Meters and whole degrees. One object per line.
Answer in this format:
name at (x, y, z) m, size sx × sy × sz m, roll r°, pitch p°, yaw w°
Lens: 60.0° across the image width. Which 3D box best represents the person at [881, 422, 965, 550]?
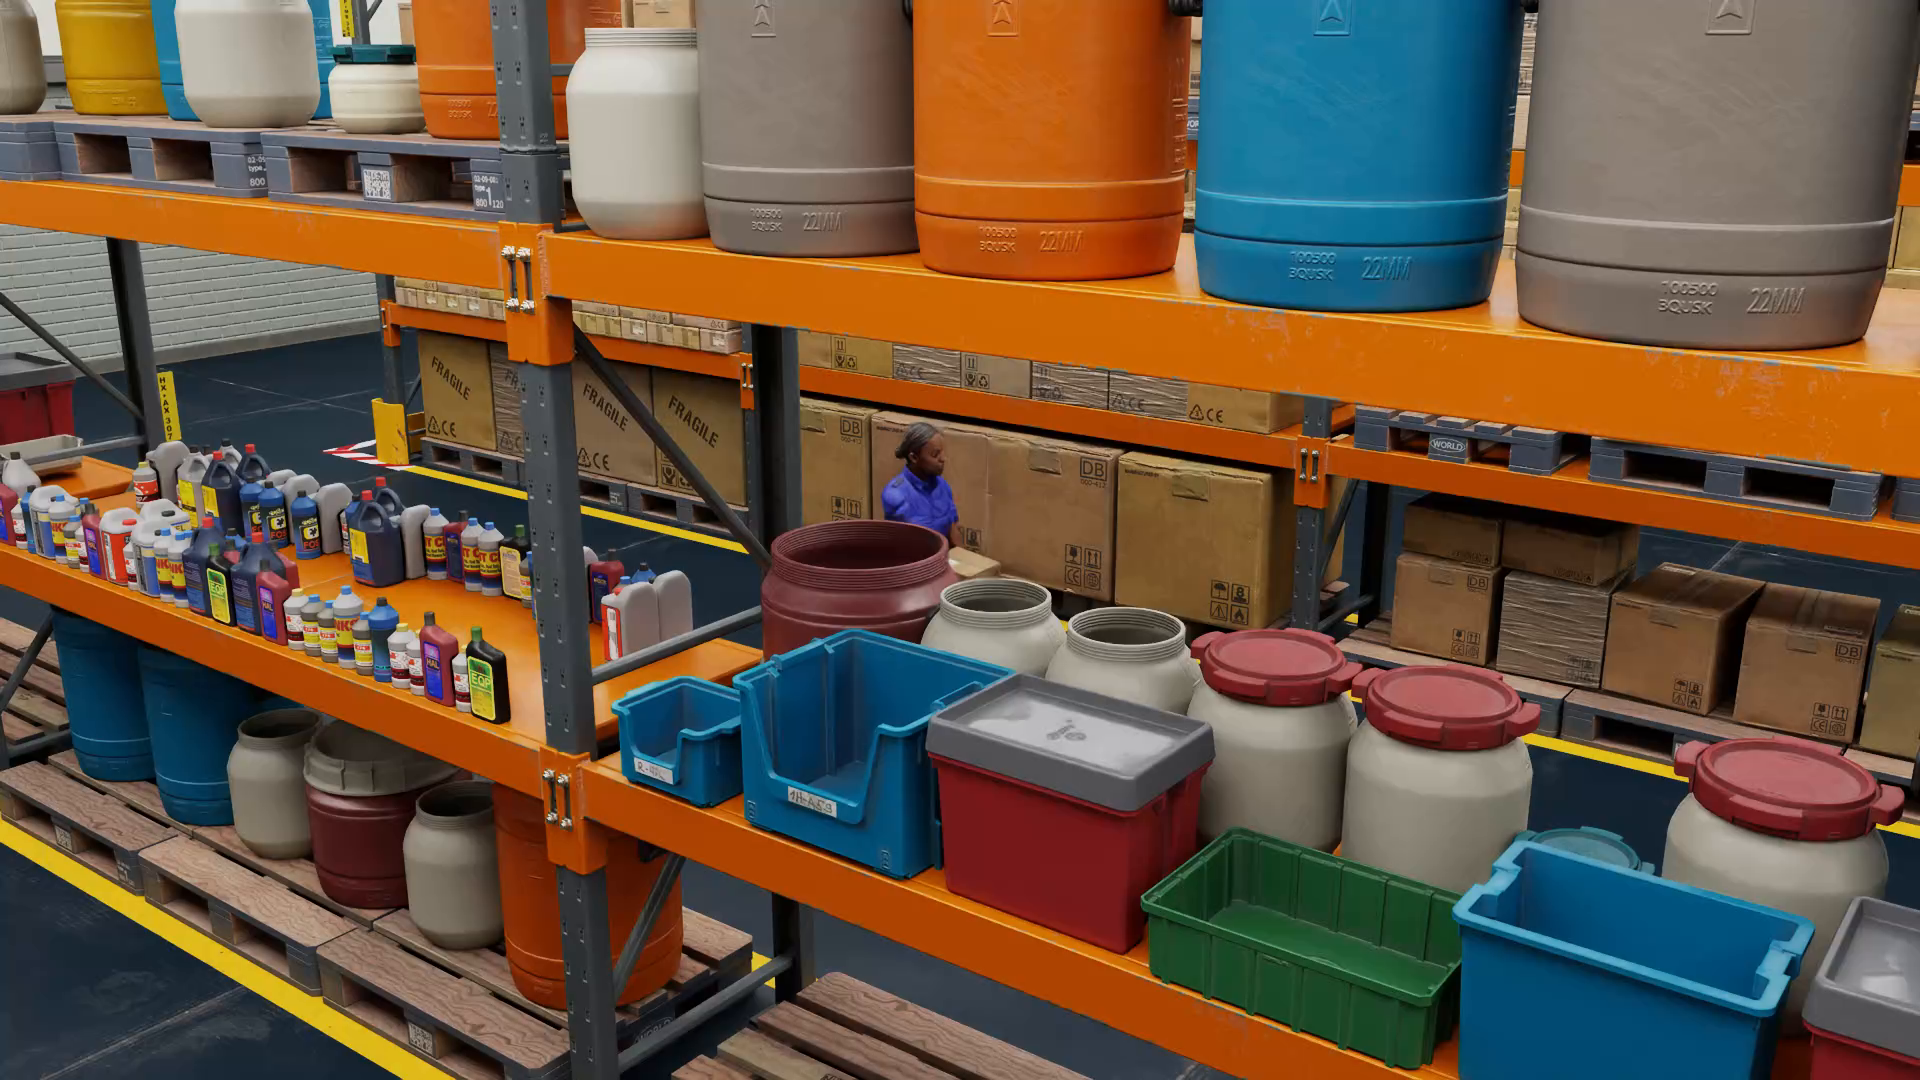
person at (-0.146, 0.272, 7.667) m, size 0.523 × 1.652 × 0.413 m, roll 12°, pitch 20°, yaw 34°
